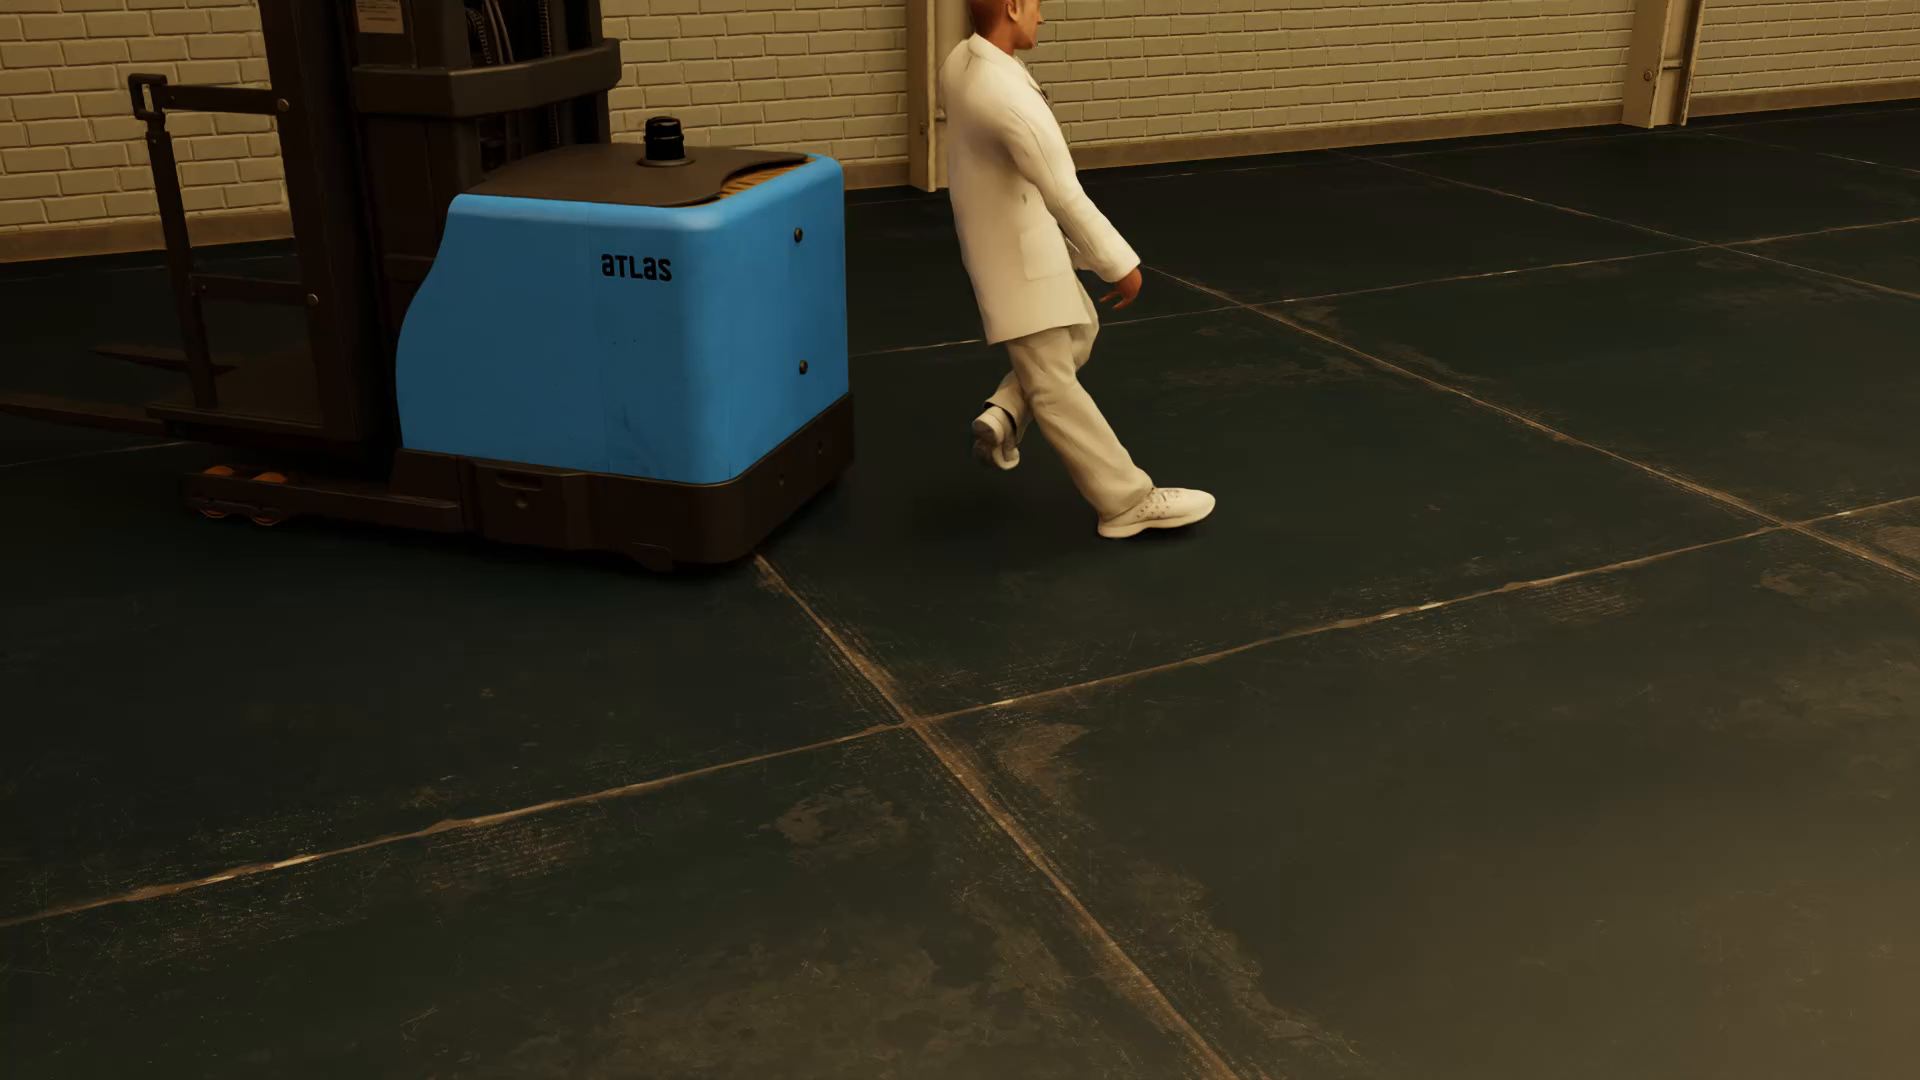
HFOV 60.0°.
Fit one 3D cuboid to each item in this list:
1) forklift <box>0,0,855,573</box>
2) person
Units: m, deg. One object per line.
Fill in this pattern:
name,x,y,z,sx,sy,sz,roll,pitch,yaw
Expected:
forklift,-1.927,-1.580,5.090,3.031,2.935,1.130,7,24,17
person,0.351,-0.896,5.083,0.769,1.668,0.756,-4,23,-10
